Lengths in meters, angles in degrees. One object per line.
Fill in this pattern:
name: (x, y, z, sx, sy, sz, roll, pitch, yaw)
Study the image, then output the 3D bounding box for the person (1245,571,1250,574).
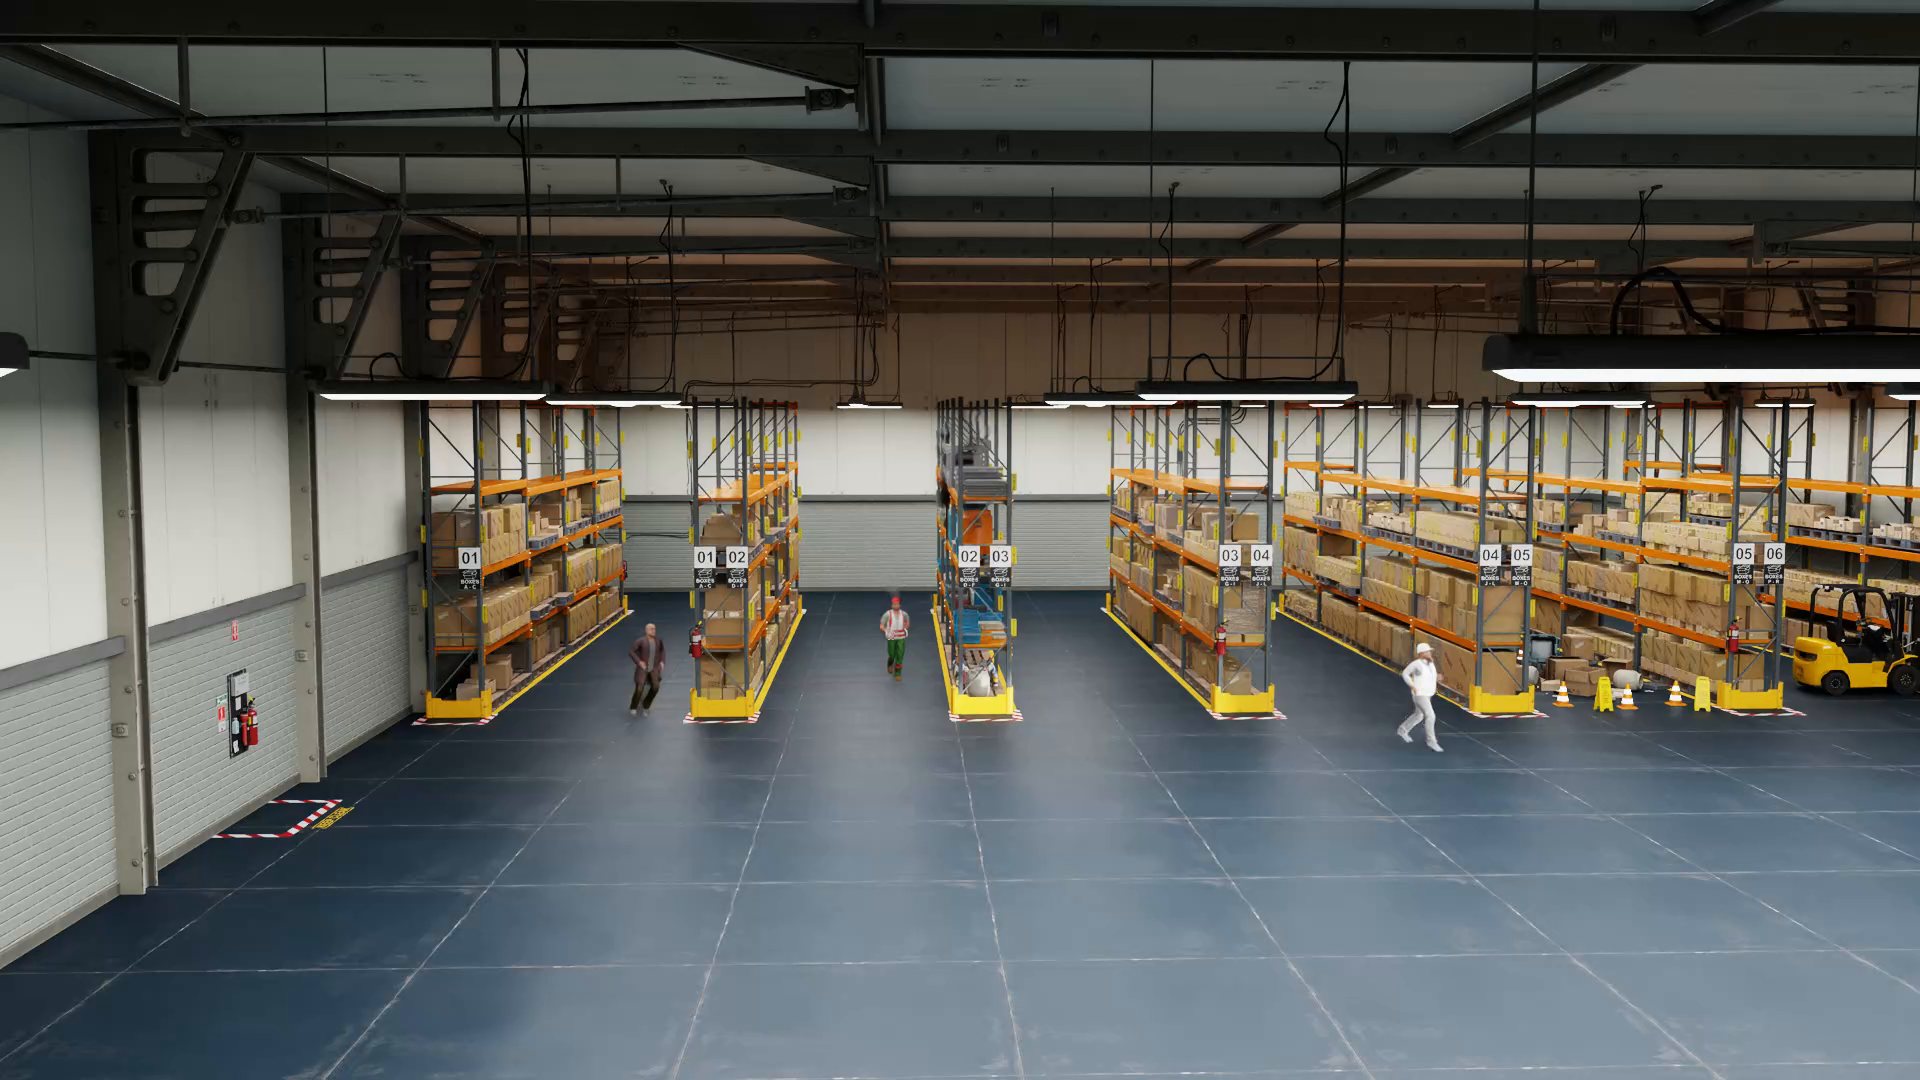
person: (7.923, 1.170, 47.528, 0.737, 1.748, 0.904, 3, 6, 38)

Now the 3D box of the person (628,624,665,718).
person: (-5.852, 2.452, 31.244, 0.777, 1.759, 0.686, -3, 5, -30)

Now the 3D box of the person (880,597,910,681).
person: (-1.362, 2.096, 35.378, 0.667, 1.763, 0.860, -1, 5, -14)

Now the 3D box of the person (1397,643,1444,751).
person: (7.878, 2.648, 28.351, 0.871, 1.813, 0.638, 4, 6, 40)
